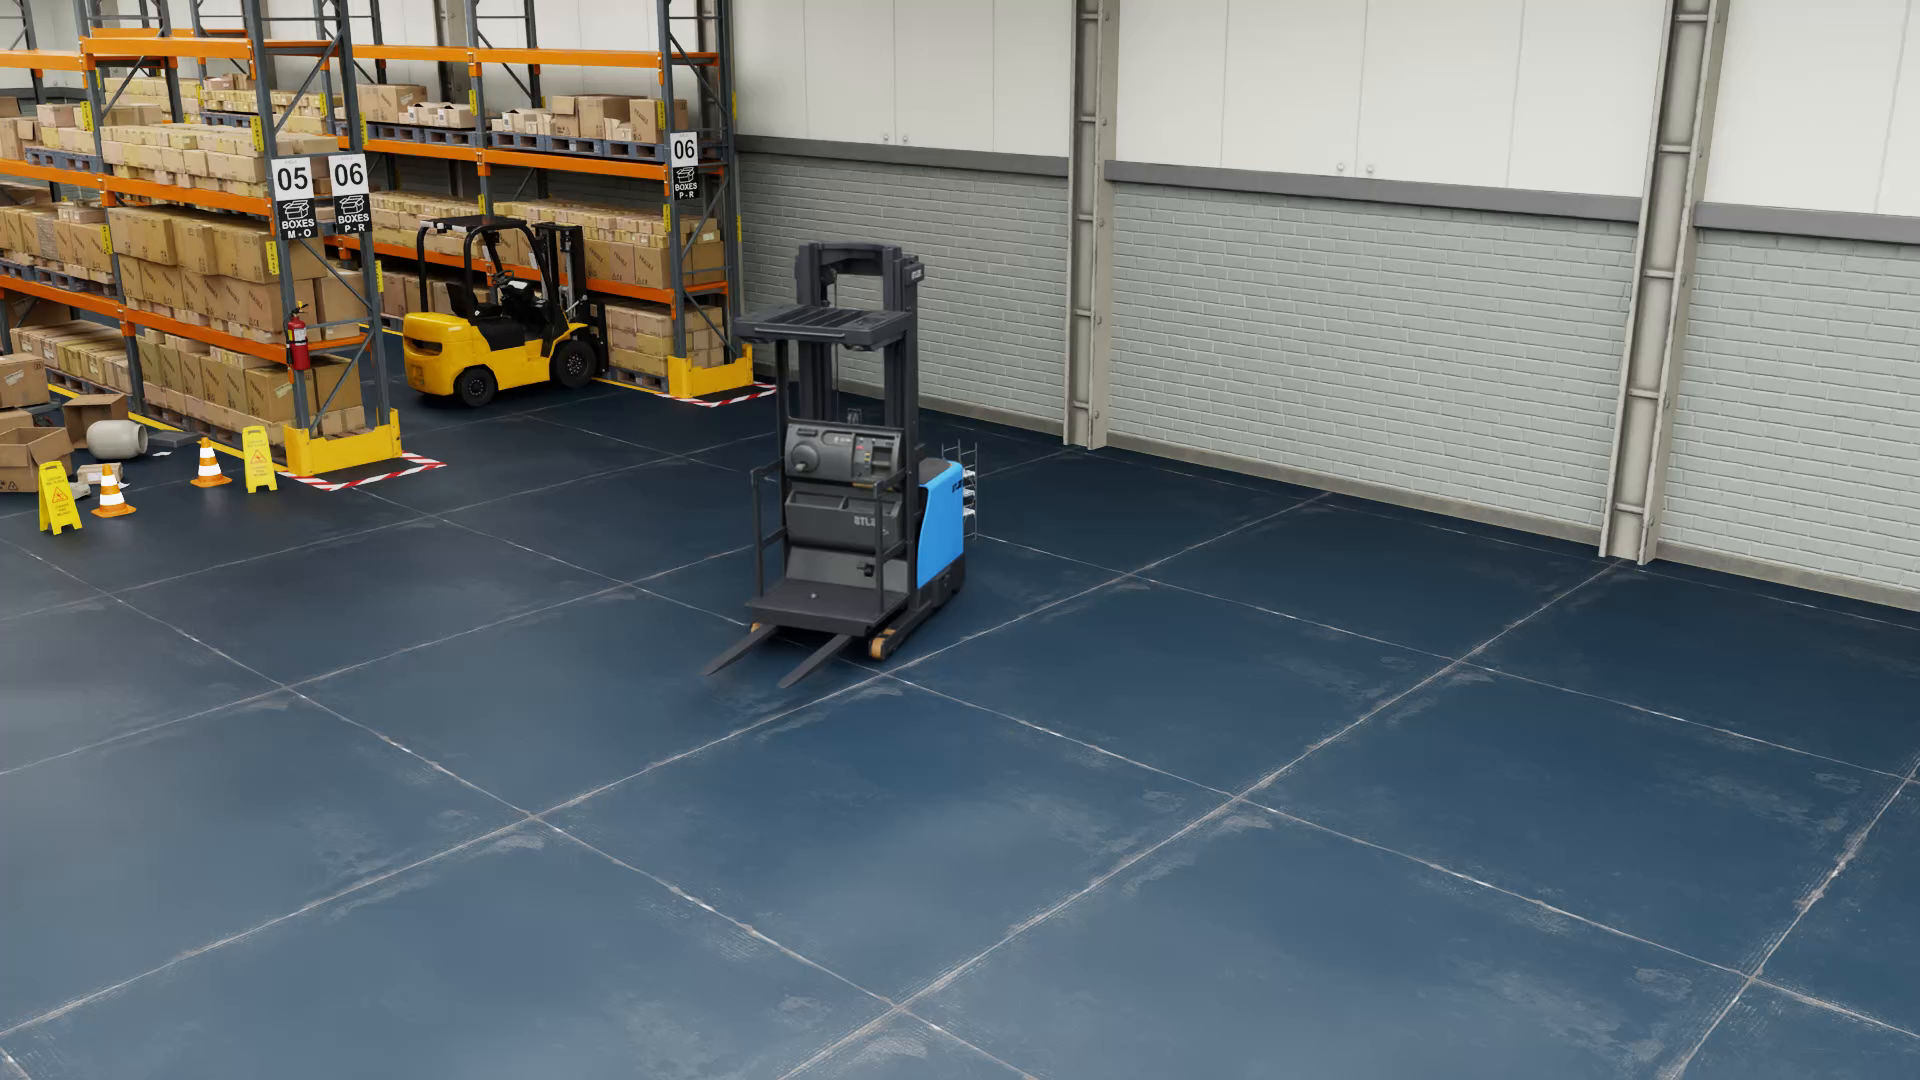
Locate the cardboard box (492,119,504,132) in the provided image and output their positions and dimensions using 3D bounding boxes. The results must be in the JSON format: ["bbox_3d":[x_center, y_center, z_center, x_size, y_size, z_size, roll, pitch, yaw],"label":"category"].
[{"bbox_3d":[-6.030,-5.553,22.248,0.250,0.149,0.380,16,23,40],"label":"cardboard box"}]

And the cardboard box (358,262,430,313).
[{"bbox_3d":[-8.698,-3.897,25.665,0.625,0.625,0.875,16,24,41],"label":"cardboard box"}]

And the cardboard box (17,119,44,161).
[{"bbox_3d":[-11.288,-5.013,20.819,0.637,0.503,0.797,15,23,39],"label":"cardboard box"}]

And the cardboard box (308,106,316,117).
[{"bbox_3d":[-9.762,-6.579,25.513,0.250,0.149,0.380,14,23,38],"label":"cardboard box"}]

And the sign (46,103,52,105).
[{"bbox_3d":[-12.086,-5.632,22.086,0.005,0.325,0.100,15,23,39],"label":"sign"}]

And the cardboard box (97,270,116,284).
[{"bbox_3d":[-10.024,-3.152,19.805,0.250,0.149,0.380,15,23,40],"label":"cardboard box"}]

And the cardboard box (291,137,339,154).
[{"bbox_3d":[-6.595,-4.035,17.005,0.250,0.149,0.380,15,23,39],"label":"cardboard box"}]

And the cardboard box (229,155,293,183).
[{"bbox_3d":[-7.026,-3.769,16.827,0.500,0.250,0.500,15,23,39],"label":"cardboard box"}]

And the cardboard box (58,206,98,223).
[{"bbox_3d":[-10.696,-3.956,20.195,0.250,0.149,0.380,14,22,37],"label":"cardboard box"}]

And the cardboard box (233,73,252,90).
[{"bbox_3d":[-11.873,-7.612,27.558,0.258,0.266,0.396,15,23,38],"label":"cardboard box"}]

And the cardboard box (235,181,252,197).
[{"bbox_3d":[-7.125,-3.588,16.916,0.250,0.149,0.380,15,23,40],"label":"cardboard box"}]

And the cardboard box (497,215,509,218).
[{"bbox_3d":[-6.100,-4.388,22.741,0.250,0.149,0.380,15,23,38],"label":"cardboard box"}]

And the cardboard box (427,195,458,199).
[{"bbox_3d":[-7.739,-5.067,24.881,0.250,0.149,0.380,15,23,38],"label":"cardboard box"}]

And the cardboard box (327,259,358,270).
[{"bbox_3d":[-9.693,-4.317,26.122,0.250,0.149,0.380,14,22,37],"label":"cardboard box"}]

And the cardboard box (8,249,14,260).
[{"bbox_3d":[-12.139,-3.742,21.666,0.250,0.149,0.380,13,22,36],"label":"cardboard box"}]

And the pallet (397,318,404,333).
[{"bbox_3d":[-7.658,-3.209,24.875,1.213,0.211,1.003,15,23,39],"label":"pallet"}]

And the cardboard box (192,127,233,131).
[{"bbox_3d":[-8.285,-4.501,18.473,0.250,0.149,0.380,14,23,38],"label":"cardboard box"}]

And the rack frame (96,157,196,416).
[{"bbox_3d":[-9.456,-3.031,19.702,0.127,3.000,1.000,15,23,39],"label":"rack frame"}]

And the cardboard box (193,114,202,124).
[{"bbox_3d":[-12.613,-7.076,27.905,0.250,0.149,0.380,15,23,39],"label":"cardboard box"}]

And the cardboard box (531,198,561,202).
[{"bbox_3d":[-5.725,-4.657,23.098,0.250,0.149,0.380,15,23,39],"label":"cardboard box"}]

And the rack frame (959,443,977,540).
[{"bbox_3d":[0.070,-0.410,14.916,0.006,0.900,0.240,15,23,39],"label":"rack frame"}]

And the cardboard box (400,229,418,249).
[{"bbox_3d":[-7.837,-4.433,24.369,0.500,0.250,0.500,16,24,41],"label":"cardboard box"}]

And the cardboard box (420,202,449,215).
[{"bbox_3d":[-7.542,-4.779,23.975,0.250,0.149,0.380,15,23,40],"label":"cardboard box"}]

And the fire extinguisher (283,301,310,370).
[{"bbox_3d":[-6.685,-2.063,16.782,0.183,0.674,0.296,15,23,39],"label":"fire extinguisher"}]

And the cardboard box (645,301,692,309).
[{"bbox_3d":[-3.782,-2.956,21.666,0.500,0.250,0.500,15,23,39],"label":"cardboard box"}]

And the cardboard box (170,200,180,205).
[{"bbox_3d":[-13.696,-5.962,29.353,0.250,0.149,0.380,15,23,39],"label":"cardboard box"}]

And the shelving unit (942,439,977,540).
[{"bbox_3d":[-0.006,-0.431,14.981,0.210,0.900,0.258,15,23,39],"label":"shelving unit"}]

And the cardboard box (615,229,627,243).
[{"bbox_3d":[-4.160,-3.877,21.132,0.250,0.149,0.380,15,23,39],"label":"cardboard box"}]

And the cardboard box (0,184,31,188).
[{"bbox_3d":[-13.032,-4.610,22.860,0.500,0.500,0.500,15,23,39],"label":"cardboard box"}]

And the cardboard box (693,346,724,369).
[{"bbox_3d":[-3.410,-2.384,21.515,0.500,0.250,0.500,15,23,39],"label":"cardboard box"}]

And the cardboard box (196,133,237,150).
[{"bbox_3d":[-7.796,-4.198,17.519,0.250,0.149,0.380,14,22,38],"label":"cardboard box"}]

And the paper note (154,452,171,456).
[{"bbox_3d":[-8.646,-0.939,18.020,0.148,0.019,0.142,7,19,21],"label":"paper note"}]

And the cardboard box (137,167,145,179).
[{"bbox_3d":[-8.968,-4.132,18.631,0.250,0.149,0.380,15,23,39],"label":"cardboard box"}]

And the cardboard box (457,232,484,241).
[{"bbox_3d":[-6.701,-4.362,23.319,0.500,0.250,0.500,14,23,38],"label":"cardboard box"}]

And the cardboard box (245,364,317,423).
[{"bbox_3d":[-7.237,-1.576,17.731,0.500,0.500,0.500,15,23,40],"label":"cardboard box"}]

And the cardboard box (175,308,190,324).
[{"bbox_3d":[-8.483,-2.516,18.496,0.250,0.149,0.380,15,23,40],"label":"cardboard box"}]

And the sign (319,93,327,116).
[{"bbox_3d":[-9.518,-6.511,24.856,0.005,0.325,0.100,15,23,39],"label":"sign"}]

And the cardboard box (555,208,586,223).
[{"bbox_3d":[-5.106,-4.281,21.913,0.250,0.149,0.380,15,23,39],"label":"cardboard box"}]

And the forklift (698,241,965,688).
[{"bbox_3d":[-0.957,-0.650,12.316,1.130,2.935,3.031,7,19,20],"label":"forklift"}]

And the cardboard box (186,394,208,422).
[{"bbox_3d":[-8.389,-1.530,18.825,0.500,0.250,0.500,15,23,39],"label":"cardboard box"}]

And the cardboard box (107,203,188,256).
[{"bbox_3d":[-9.271,-3.559,19.058,0.500,0.500,0.700,15,23,39],"label":"cardboard box"}]

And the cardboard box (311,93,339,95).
[{"bbox_3d":[-10.017,-6.987,26.306,0.250,0.149,0.380,15,23,39],"label":"cardboard box"}]

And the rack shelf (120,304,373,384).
[{"bbox_3d":[-7.960,-2.286,18.546,4.000,0.370,1.077,15,23,39],"label":"rack shelf"}]

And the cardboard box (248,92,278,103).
[{"bbox_3d":[-11.025,-7.005,26.331,0.250,0.149,0.380,15,23,40],"label":"cardboard box"}]

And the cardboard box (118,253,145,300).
[{"bbox_3d":[-9.312,-3.069,19.165,0.500,0.500,0.500,15,23,39],"label":"cardboard box"}]

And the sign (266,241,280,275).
[{"bbox_3d":[-6.848,-2.808,16.565,0.005,0.325,0.100,15,23,39],"label":"sign"}]

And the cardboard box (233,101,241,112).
[{"bbox_3d":[-11.423,-6.964,26.693,0.250,0.149,0.380,15,23,39],"label":"cardboard box"}]

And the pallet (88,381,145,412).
[{"bbox_3d":[-10.039,-1.857,20.615,1.213,0.211,1.003,15,23,39],"label":"pallet"}]

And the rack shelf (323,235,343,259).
[{"bbox_3d":[-10.652,-5.016,27.148,4.000,0.370,1.077,15,23,39],"label":"rack shelf"}]

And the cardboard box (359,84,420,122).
[{"bbox_3d":[-8.332,-6.403,24.346,0.500,0.500,0.700,14,23,38],"label":"cardboard box"}]

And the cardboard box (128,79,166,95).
[{"bbox_3d":[-14.221,-7.952,29.180,0.500,0.250,0.500,15,23,38],"label":"cardboard box"}]

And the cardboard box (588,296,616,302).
[{"bbox_3d":[-4.868,-3.043,21.939,0.500,0.250,0.500,14,23,38],"label":"cardboard box"}]

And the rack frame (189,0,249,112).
[{"bbox_3d":[-12.148,-8.620,27.397,0.127,3.000,1.000,15,23,39],"label":"rack frame"}]
